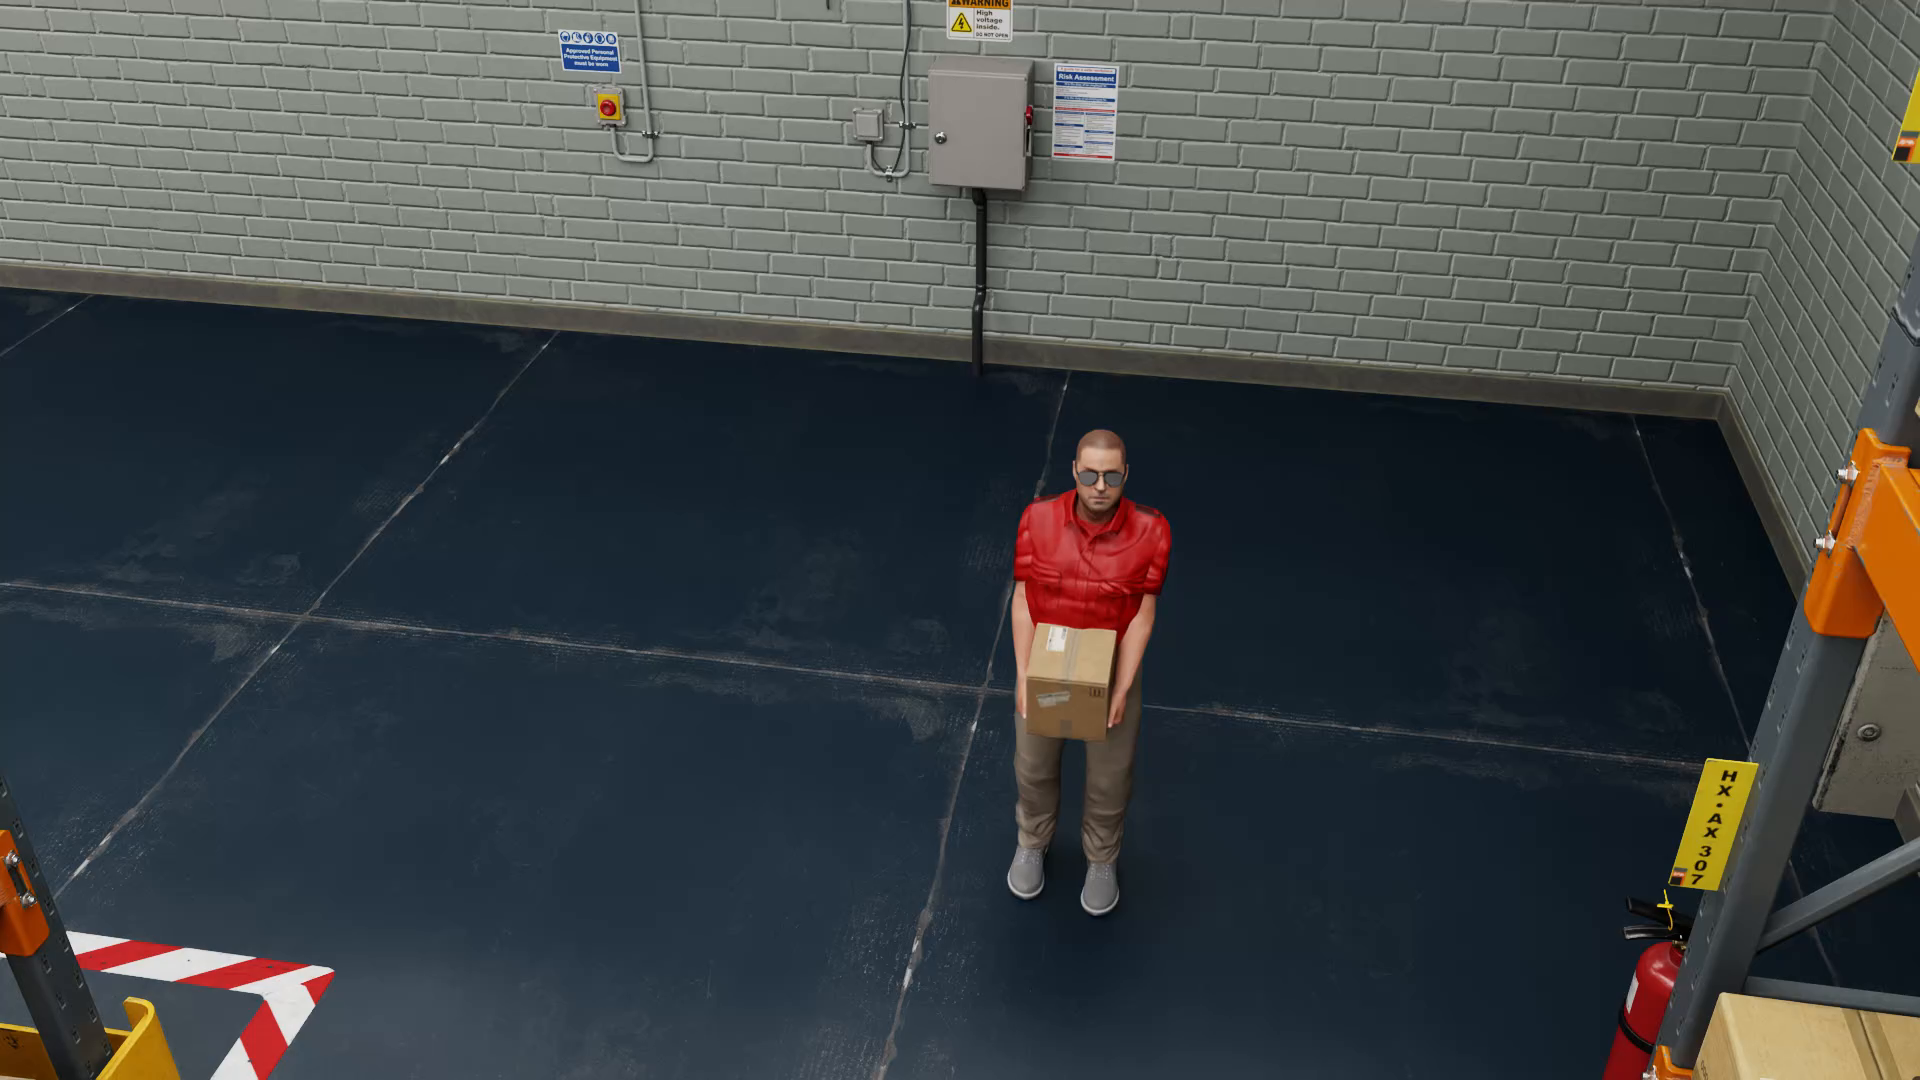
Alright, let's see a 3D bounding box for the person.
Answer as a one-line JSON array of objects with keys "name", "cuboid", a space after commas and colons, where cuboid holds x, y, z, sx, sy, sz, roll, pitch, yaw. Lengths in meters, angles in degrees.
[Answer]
[{"name": "person", "cuboid": [0.395, 0.487, 5.391, 0.493, 1.712, 0.538, 6, 33, 9]}]
